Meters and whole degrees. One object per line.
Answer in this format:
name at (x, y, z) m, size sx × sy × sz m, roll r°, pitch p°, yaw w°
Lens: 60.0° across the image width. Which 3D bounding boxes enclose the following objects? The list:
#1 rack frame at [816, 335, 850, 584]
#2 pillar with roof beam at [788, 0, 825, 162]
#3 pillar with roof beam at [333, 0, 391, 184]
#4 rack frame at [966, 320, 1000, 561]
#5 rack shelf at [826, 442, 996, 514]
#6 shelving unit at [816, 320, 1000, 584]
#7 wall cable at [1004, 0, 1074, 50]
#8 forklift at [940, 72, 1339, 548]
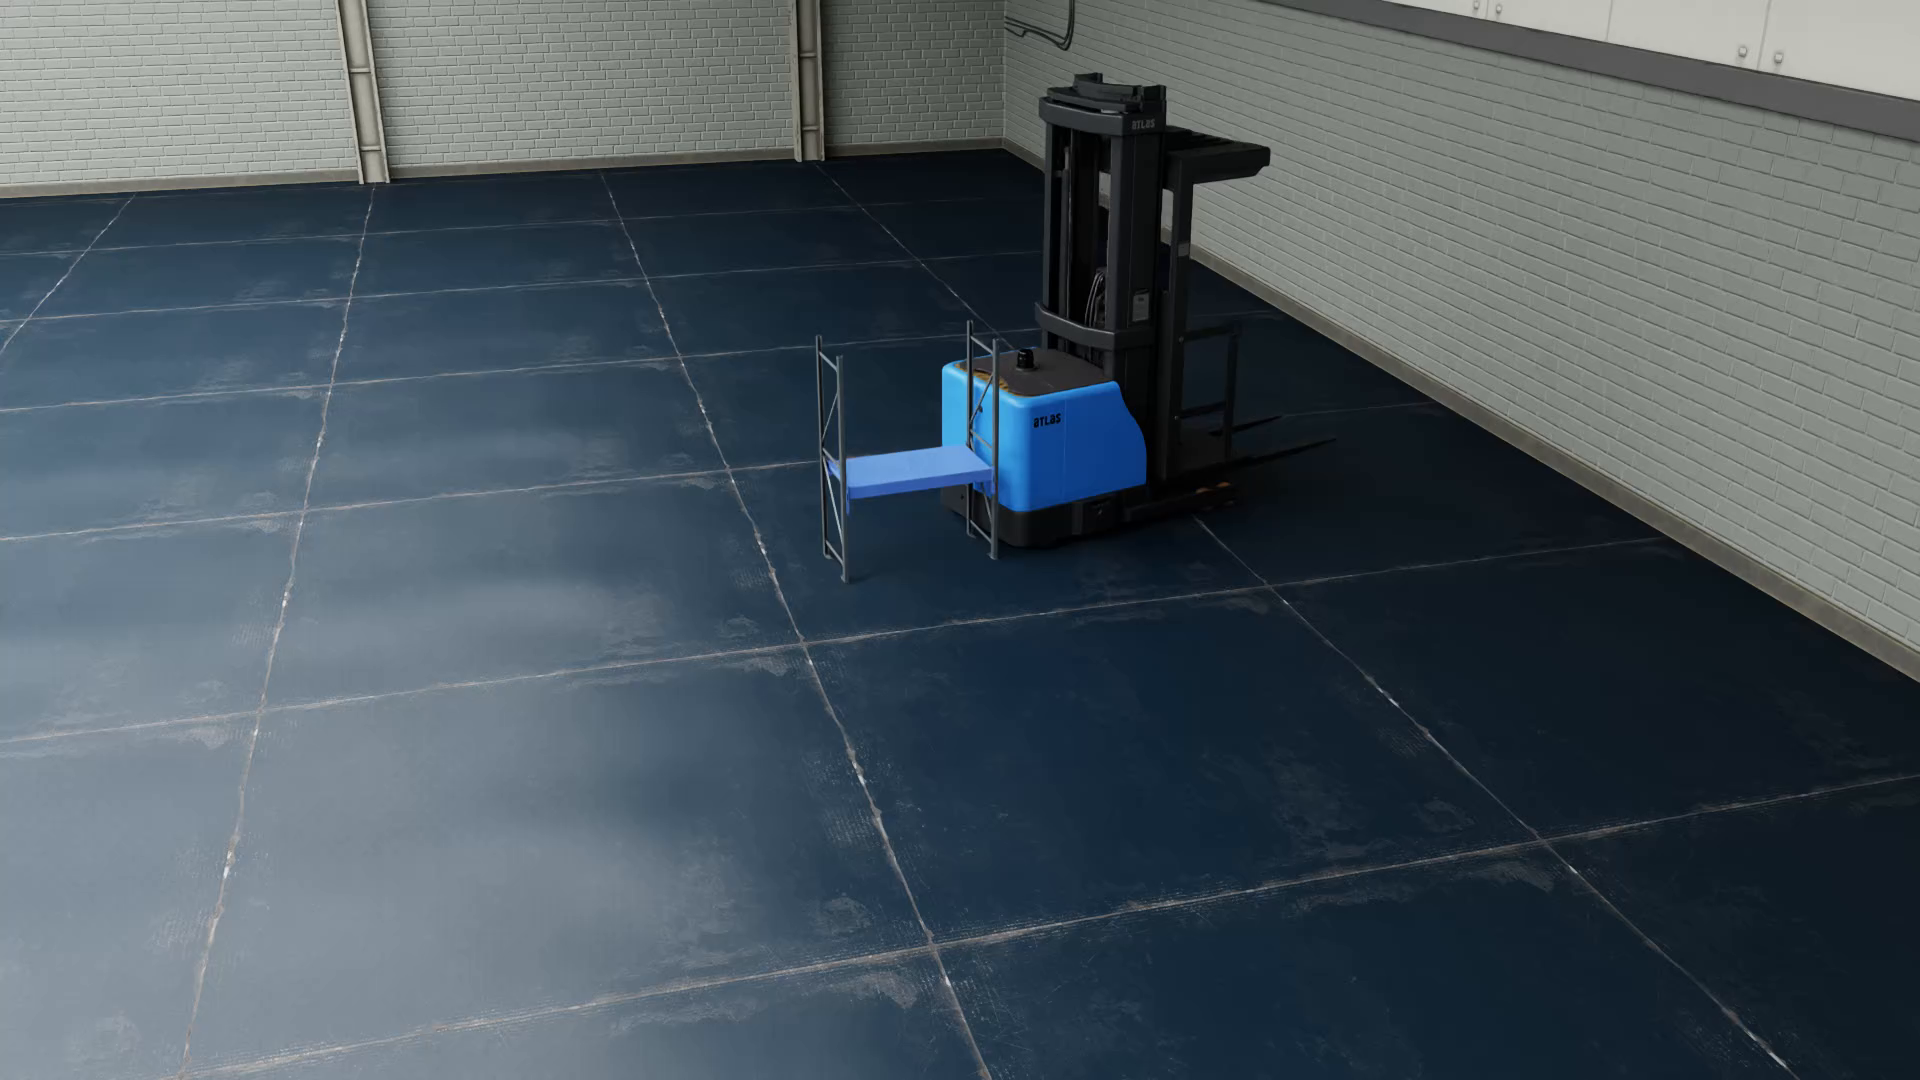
rack frame at (-0.806, -0.504, 10.524) m, size 0.032 × 1.500 × 0.500 m, roll -8°, pitch 25°, yaw -19°
pillar with roof beam at (-1.017, -8.024, 18.538) m, size 0.400 × 9.000 × 9.100 m, roll -6°, pitch 24°, yaw -14°
pillar with roof beam at (-6.794, -7.385, 17.049) m, size 0.400 × 9.000 × 9.100 m, roll -6°, pitch 24°, yaw -14°
rack frame at (0.146, -0.645, 10.851) m, size 0.032 × 1.500 × 0.500 m, roll -8°, pitch 25°, yaw -19°
rack shelf at (-0.330, -0.409, 10.758) m, size 1.000 × 0.185 × 0.538 m, roll -8°, pitch 25°, yaw -19°
shelving unit at (-0.330, -0.575, 10.687) m, size 1.048 × 1.500 × 0.538 m, roll -8°, pitch 25°, yaw -19°
wall cable at (1.014, -8.043, 22.521) m, size 0.112 × 2.526 × 3.097 m, roll -6°, pitch 24°, yaw -14°
forklift at (1.384, -1.711, 11.521) m, size 3.031 × 2.935 × 1.130 m, roll -14°, pitch 27°, yaw -29°
